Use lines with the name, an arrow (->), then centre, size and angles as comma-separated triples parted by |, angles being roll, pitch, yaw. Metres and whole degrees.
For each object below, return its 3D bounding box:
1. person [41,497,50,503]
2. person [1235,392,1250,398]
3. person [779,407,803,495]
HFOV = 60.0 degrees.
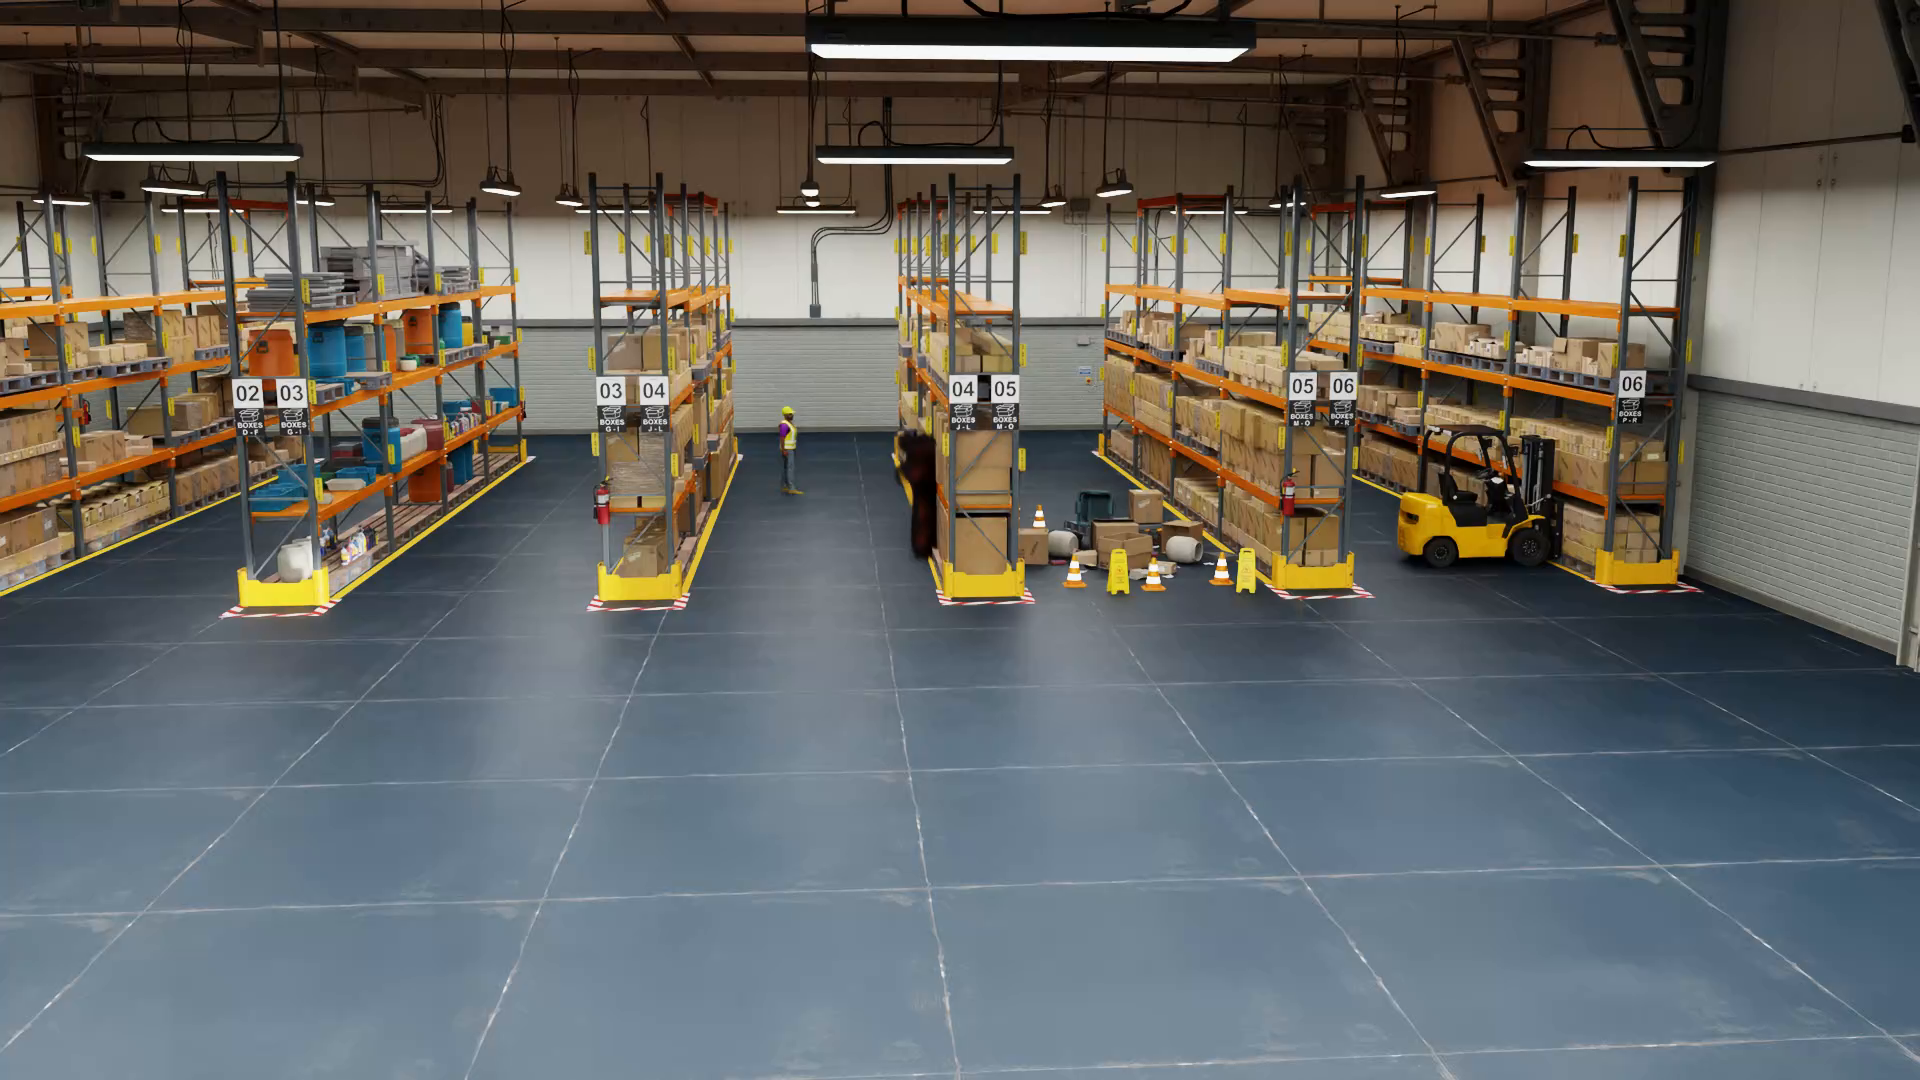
person -> -17.486, -1.370, 31.669 | 0.441, 1.640, 0.707 | -1, 10, -7
person -> 7.620, -3.706, 44.525 | 0.635, 1.764, 0.574 | -4, 11, -22
person -> -3.450, -1.846, 34.099 | 0.517, 1.788, 0.617 | 1, 10, 6
